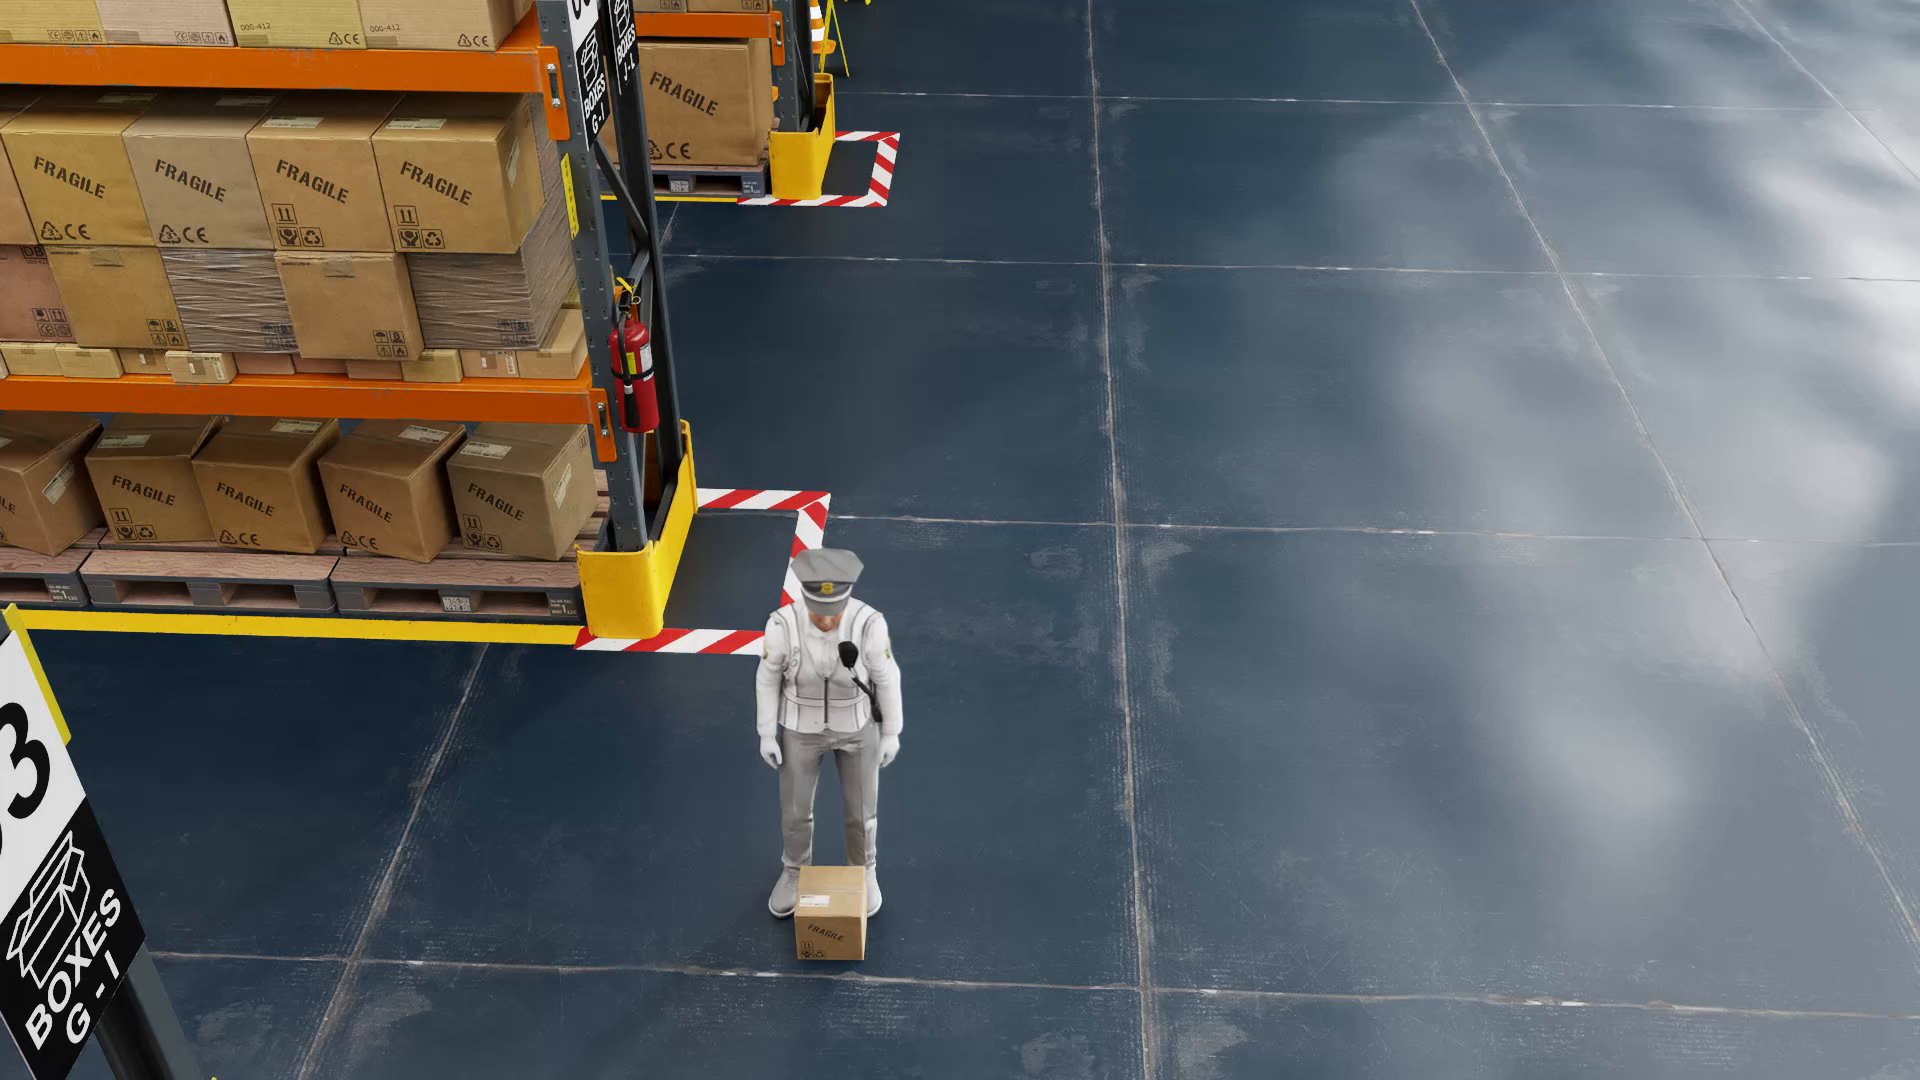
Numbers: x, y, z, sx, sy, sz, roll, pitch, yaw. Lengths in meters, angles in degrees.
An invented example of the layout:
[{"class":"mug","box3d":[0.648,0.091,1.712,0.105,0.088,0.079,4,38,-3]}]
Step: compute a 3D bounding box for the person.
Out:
[{"class":"person","box3d":[-0.482,0.710,6.132,0.543,1.662,0.376,-1,36,-1]}]
